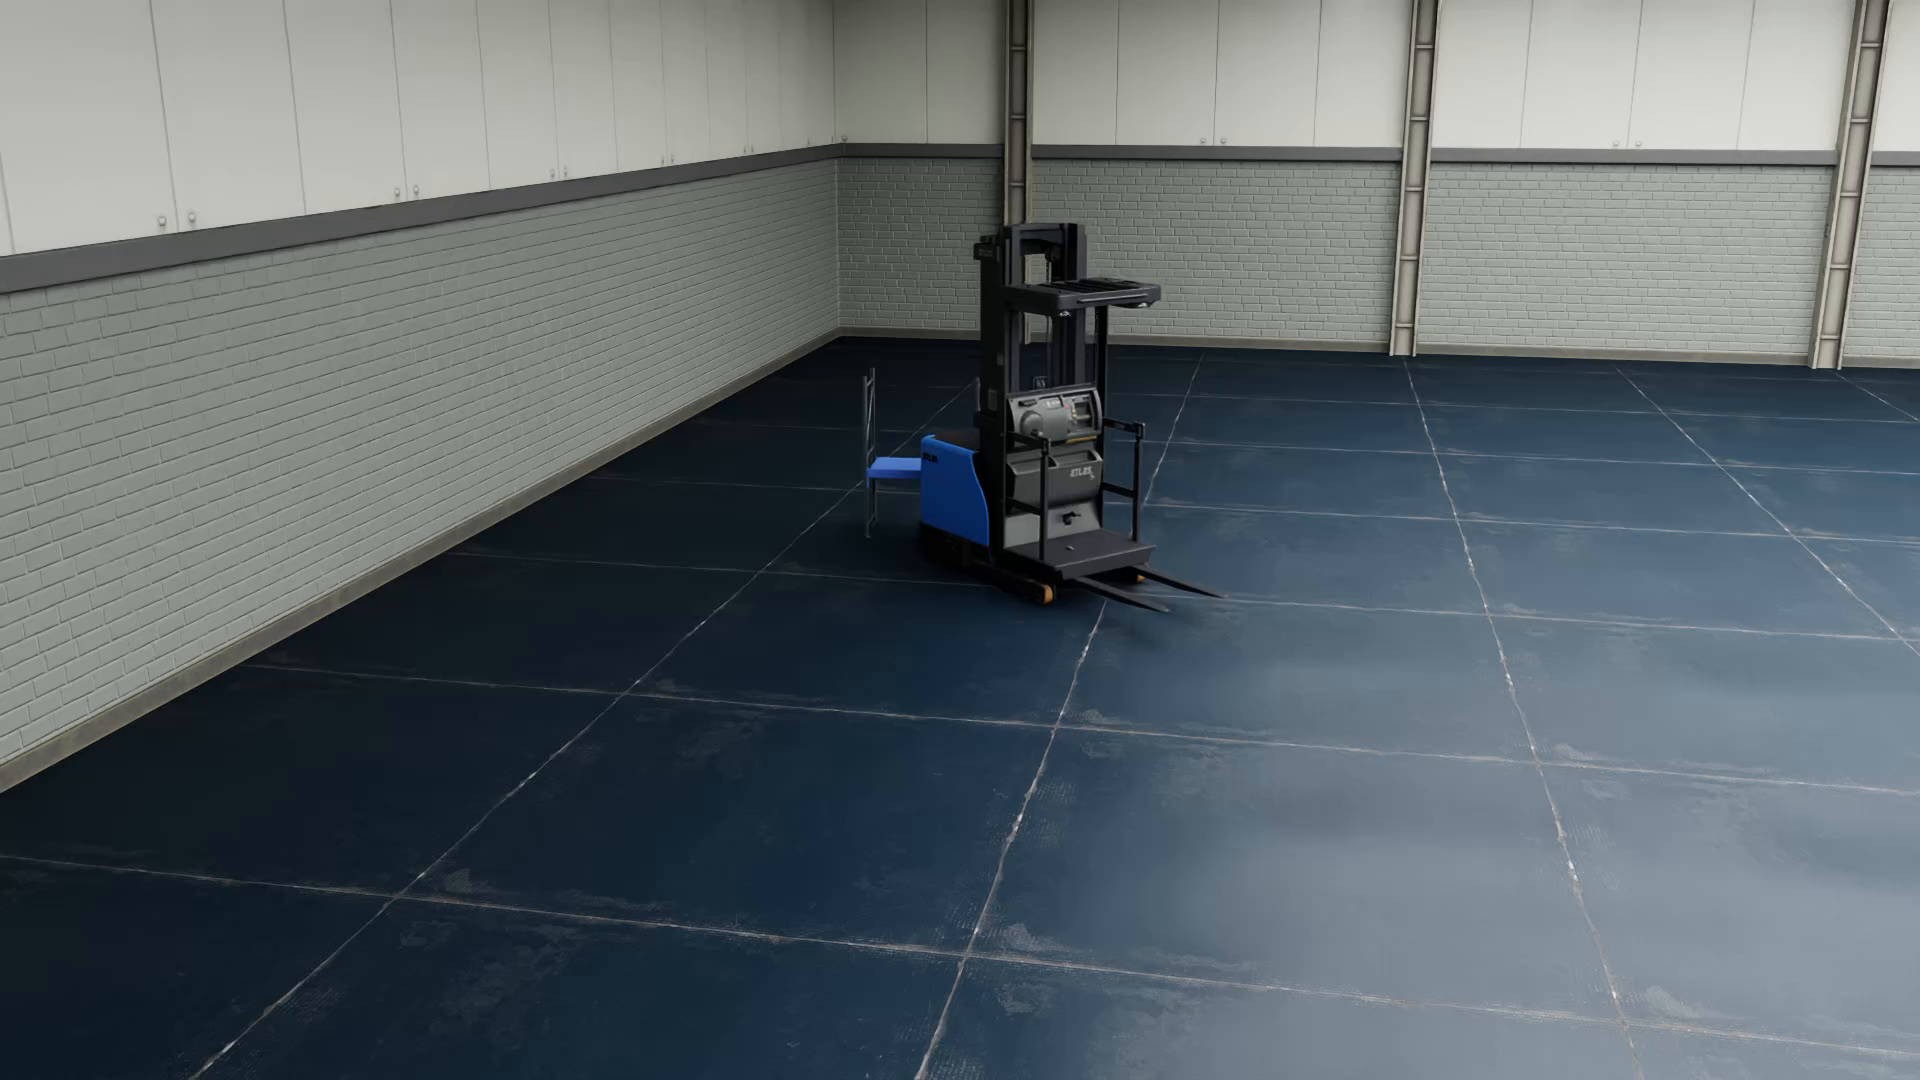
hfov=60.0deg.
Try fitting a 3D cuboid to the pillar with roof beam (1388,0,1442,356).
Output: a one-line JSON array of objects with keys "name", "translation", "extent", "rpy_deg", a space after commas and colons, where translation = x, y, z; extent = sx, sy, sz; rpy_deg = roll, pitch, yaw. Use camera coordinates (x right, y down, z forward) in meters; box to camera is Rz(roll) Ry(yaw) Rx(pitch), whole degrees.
[{"name": "pillar with roof beam", "translation": [5.936, -6.065, 20.289], "extent": [0.400, 9.000, 9.100], "rpy_deg": [3, 16, 11]}]

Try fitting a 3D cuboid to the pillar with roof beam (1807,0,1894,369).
[{"name": "pillar with roof beam", "translation": [11.816, -5.746, 19.137], "extent": [0.400, 9.000, 9.100], "rpy_deg": [3, 16, 11]}]

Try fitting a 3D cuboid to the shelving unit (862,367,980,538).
[{"name": "shelving unit", "translation": [-0.329, -0.796, 15.314], "extent": [1.048, 1.500, 0.538], "rpy_deg": [2, 16, 6]}]

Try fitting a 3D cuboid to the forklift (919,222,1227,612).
[{"name": "forklift", "translation": [0.912, -1.041, 13.516], "extent": [1.130, 2.935, 3.031], "rpy_deg": [-11, 19, -34]}]

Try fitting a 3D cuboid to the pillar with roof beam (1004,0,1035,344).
[{"name": "pillar with roof beam", "translation": [0.056, -6.384, 21.441], "extent": [0.400, 9.000, 9.100], "rpy_deg": [3, 16, 11]}]

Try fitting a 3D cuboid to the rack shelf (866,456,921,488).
[{"name": "rack shelf", "translation": [-0.329, -0.623, 15.362], "extent": [1.000, 0.185, 0.538], "rpy_deg": [2, 16, 6]}]

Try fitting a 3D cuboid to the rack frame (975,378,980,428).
[{"name": "rack frame", "translation": [0.176, -0.782, 15.262], "extent": [0.032, 1.500, 0.500], "rpy_deg": [2, 16, 6]}]

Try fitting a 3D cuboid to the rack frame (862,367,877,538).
[{"name": "rack frame", "translation": [-0.835, -0.810, 15.365], "extent": [0.032, 1.500, 0.500], "rpy_deg": [2, 16, 6]}]
